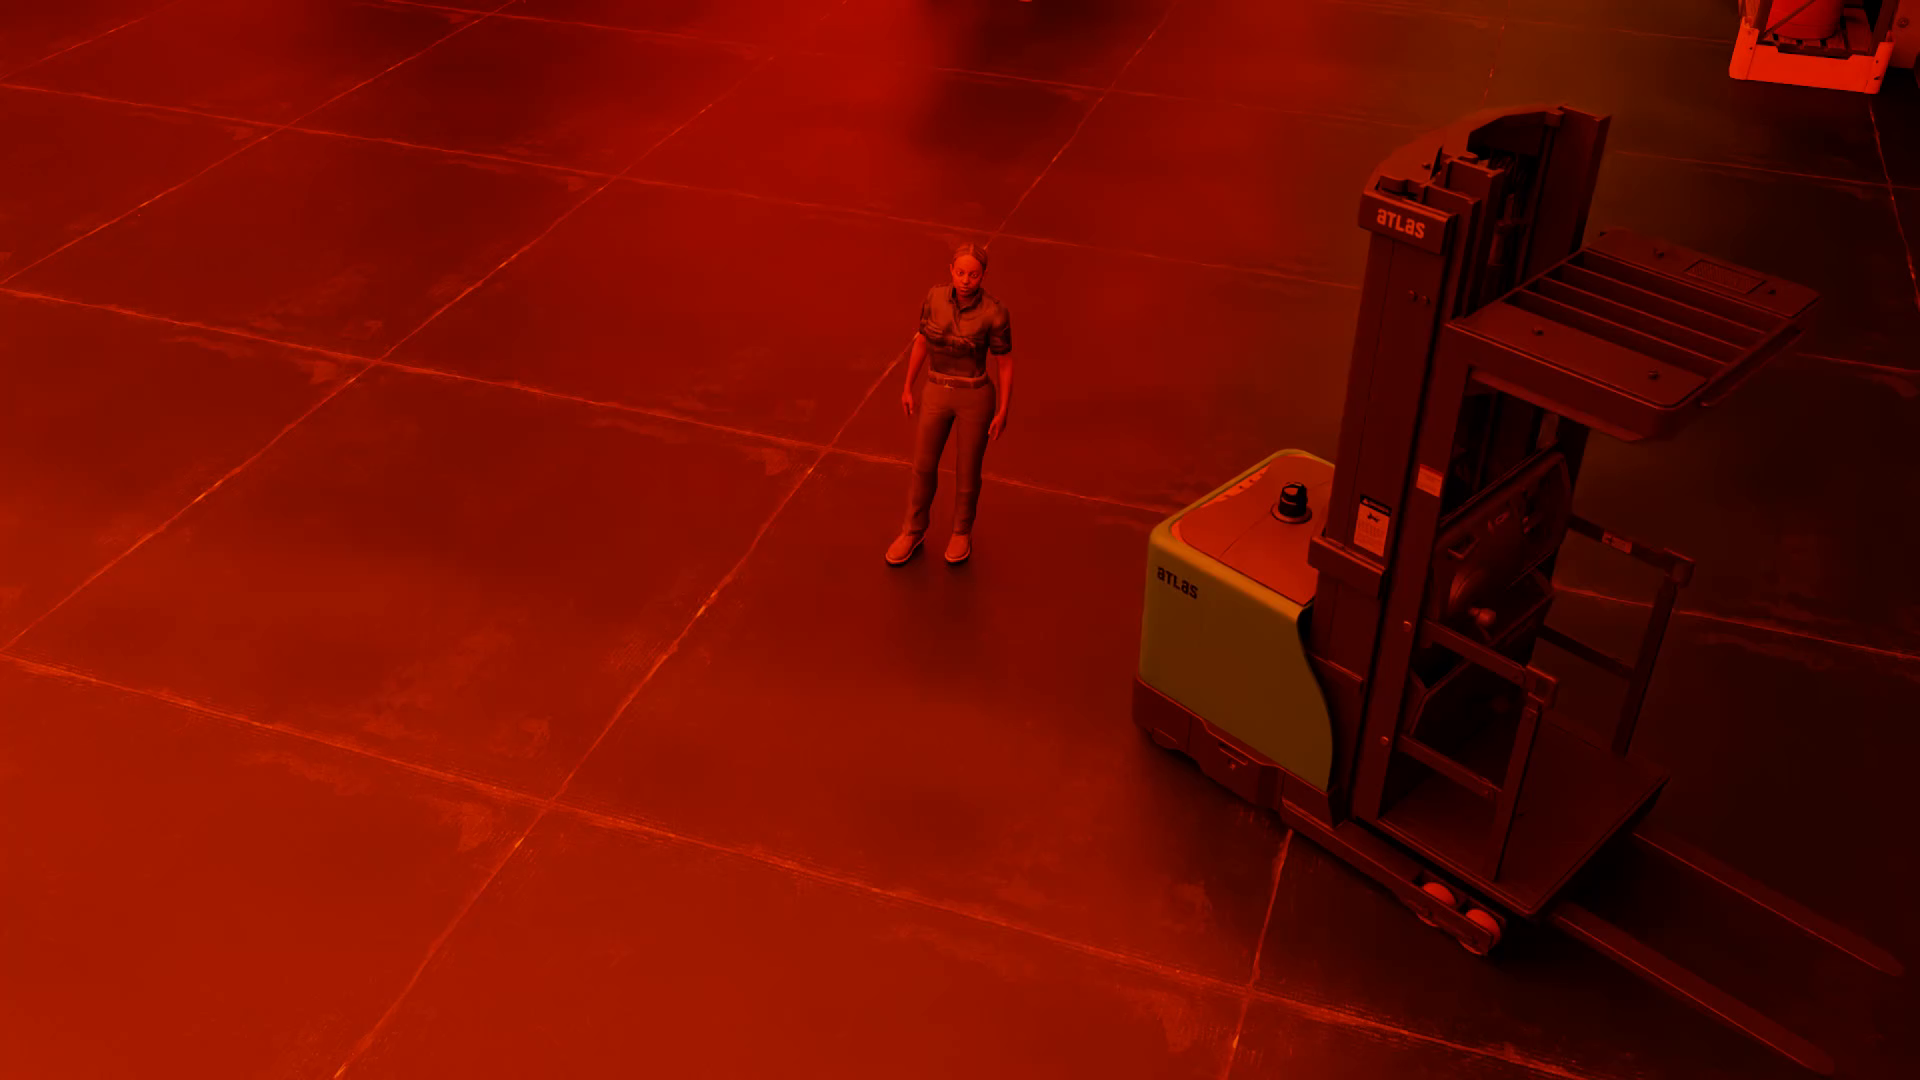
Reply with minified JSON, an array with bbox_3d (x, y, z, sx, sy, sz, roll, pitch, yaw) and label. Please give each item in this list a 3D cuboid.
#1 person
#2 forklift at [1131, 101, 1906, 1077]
[{"bbox_3d":[-0.048,-0.637,8.100,0.569,1.655,0.504,12,37,16],"label":"person"},{"bbox_3d":[2.153,0.055,6.033,1.130,2.935,3.031,-29,45,-35],"label":"forklift"}]
